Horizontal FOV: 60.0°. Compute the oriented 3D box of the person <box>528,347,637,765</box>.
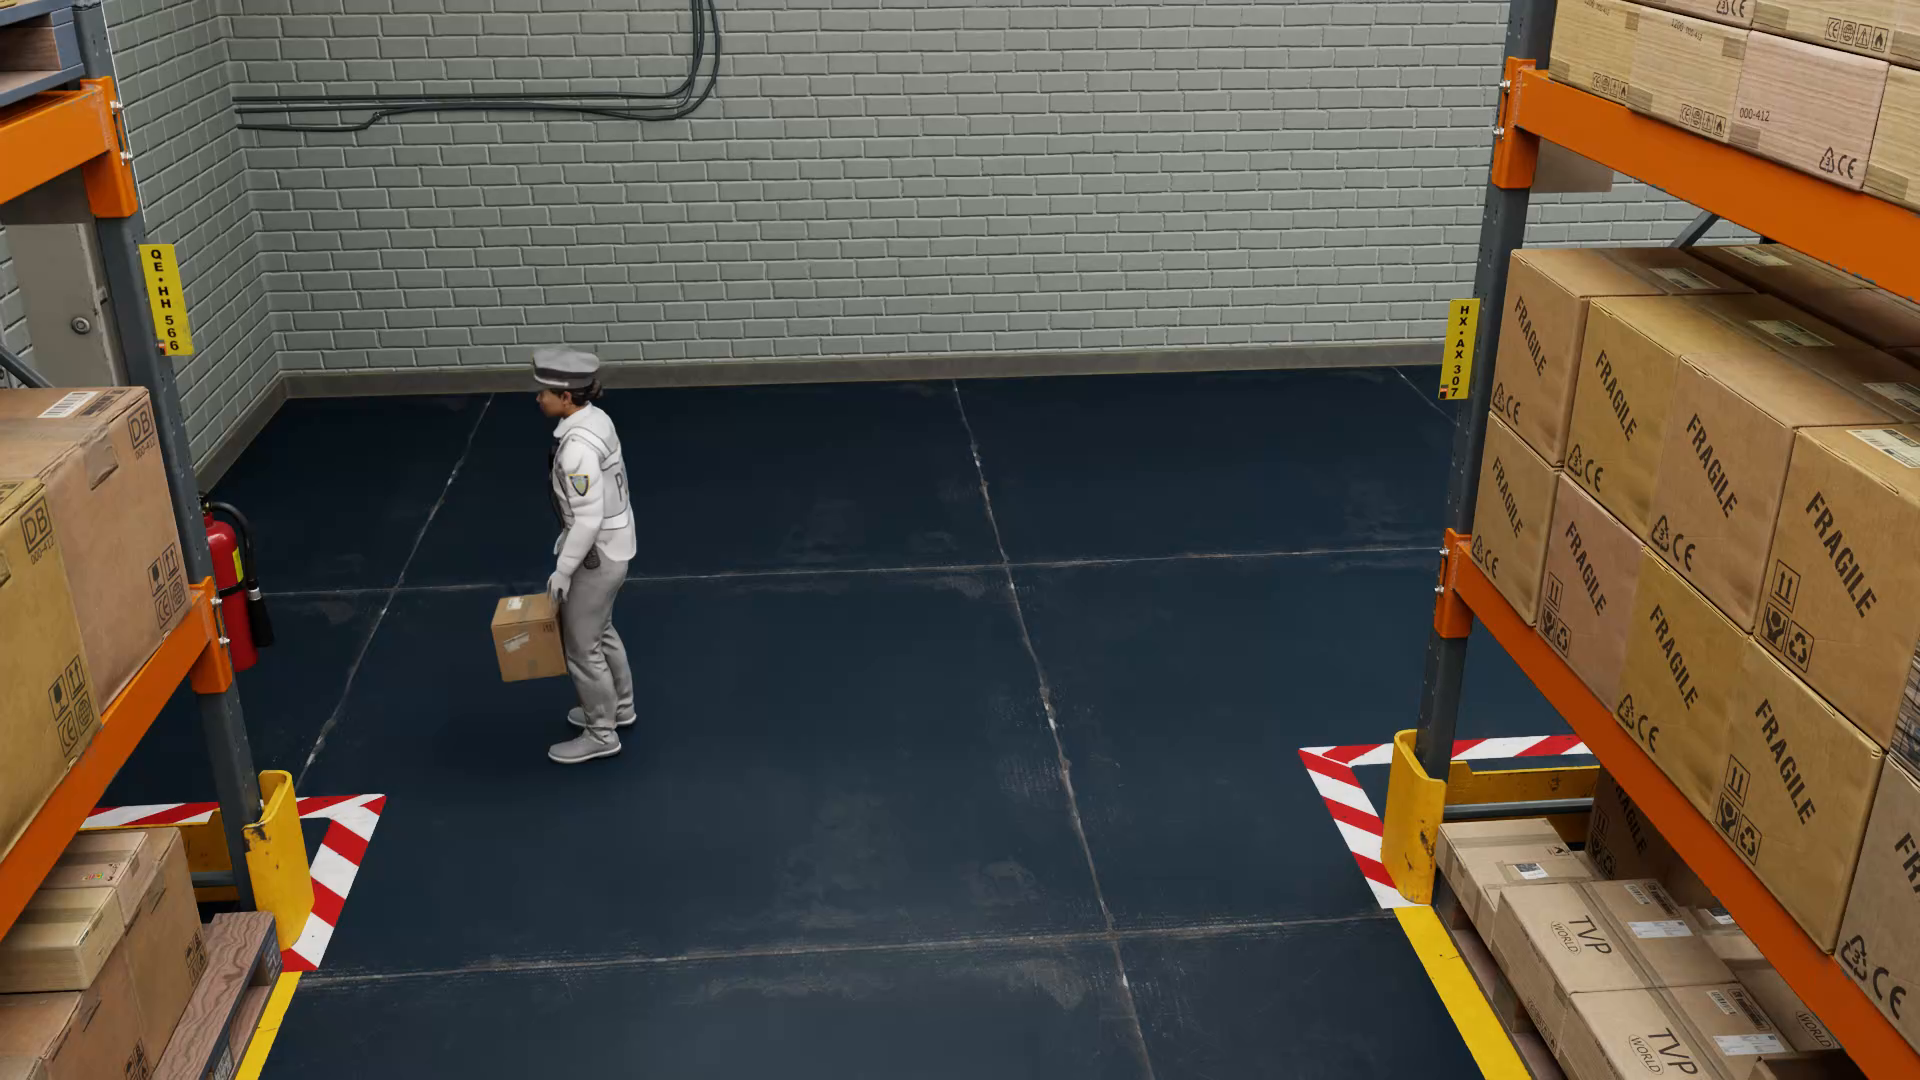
[{"bbox_3d":[-1.458,0.065,6.439,0.411,1.673,0.508,-3,24,-6],"label":"person"}]
